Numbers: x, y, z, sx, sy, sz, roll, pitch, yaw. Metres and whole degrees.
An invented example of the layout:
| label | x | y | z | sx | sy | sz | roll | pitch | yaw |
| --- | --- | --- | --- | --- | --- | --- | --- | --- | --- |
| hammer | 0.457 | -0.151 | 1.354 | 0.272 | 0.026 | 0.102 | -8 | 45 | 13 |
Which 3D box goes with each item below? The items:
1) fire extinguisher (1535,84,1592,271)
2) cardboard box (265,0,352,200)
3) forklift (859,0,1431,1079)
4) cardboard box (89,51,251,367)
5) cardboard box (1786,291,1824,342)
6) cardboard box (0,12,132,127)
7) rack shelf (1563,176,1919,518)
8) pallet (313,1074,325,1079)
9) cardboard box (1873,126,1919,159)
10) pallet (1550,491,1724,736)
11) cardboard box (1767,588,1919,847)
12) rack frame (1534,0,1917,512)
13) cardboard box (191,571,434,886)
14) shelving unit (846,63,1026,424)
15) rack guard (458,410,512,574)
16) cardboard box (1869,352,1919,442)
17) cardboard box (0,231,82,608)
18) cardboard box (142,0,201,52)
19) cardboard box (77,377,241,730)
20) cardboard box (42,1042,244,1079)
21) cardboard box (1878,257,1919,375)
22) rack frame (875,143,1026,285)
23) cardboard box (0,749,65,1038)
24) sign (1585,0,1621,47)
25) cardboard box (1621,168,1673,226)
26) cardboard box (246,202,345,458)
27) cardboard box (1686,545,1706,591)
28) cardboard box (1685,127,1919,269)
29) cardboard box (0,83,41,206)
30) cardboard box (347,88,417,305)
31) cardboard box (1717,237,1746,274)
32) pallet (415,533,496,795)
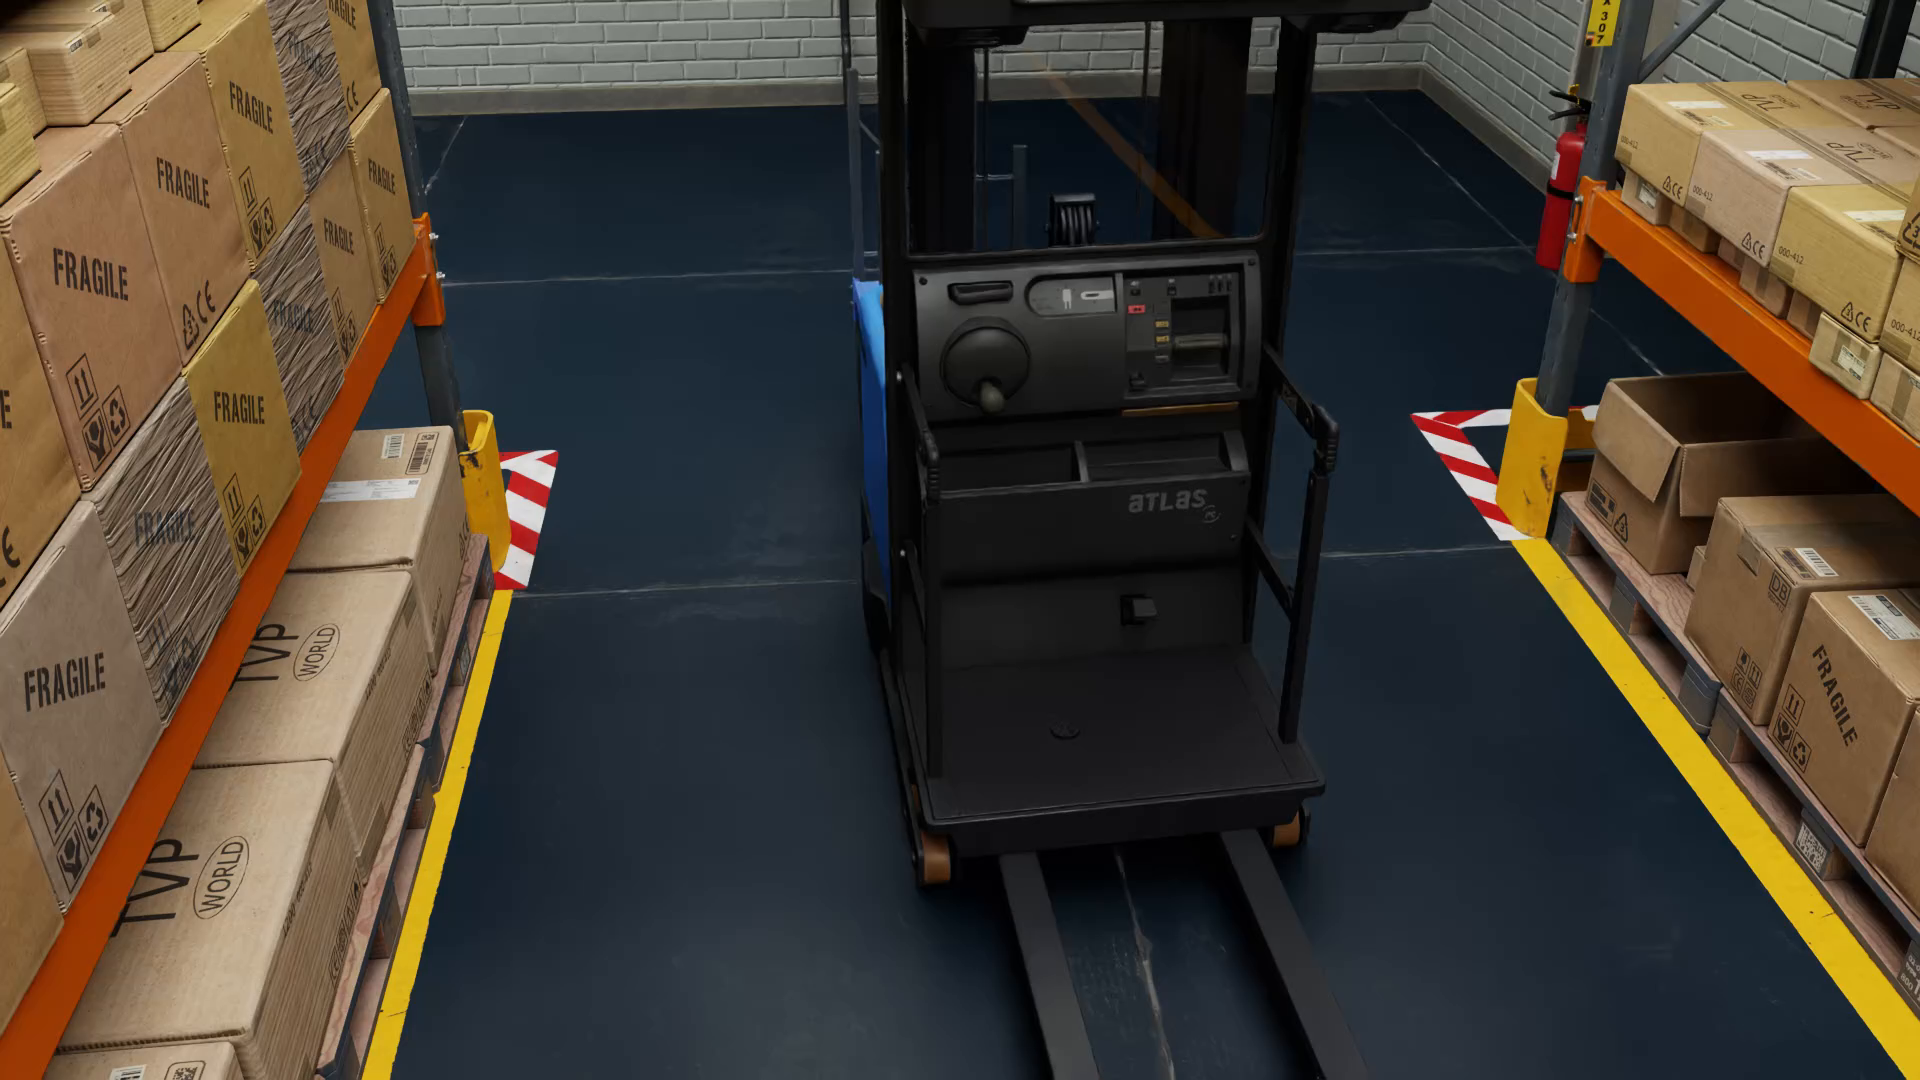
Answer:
| label | x | y | z | sx | sy | sz | roll | pitch | yaw |
| --- | --- | --- | --- | --- | --- | --- | --- | --- | --- |
| fire extinguisher | 2.205 | -1.307 | 5.953 | 0.296 | 0.674 | 0.183 | -3 | 31 | -5 |
| cardboard box | -1.902 | -1.180 | 4.228 | 0.500 | 0.500 | 0.500 | -3 | 31 | -4 |
| forklift | 0.378 | -0.494 | 4.219 | 1.130 | 2.935 | 3.031 | -4 | 31 | -7 |
| cardboard box | -1.814 | -0.671 | 3.375 | 0.500 | 0.500 | 0.500 | -3 | 31 | -5 |
| cardboard box | 2.559 | -0.631 | 4.627 | 0.380 | 0.149 | 0.250 | -2 | 31 | -4 |
| cardboard box | -1.783 | -0.869 | 3.074 | 0.380 | 0.149 | 0.250 | -3 | 31 | -4 |
| rack shelf | 2.866 | -0.118 | 4.224 | 1.077 | 0.370 | 4.000 | -3 | 31 | -5 |
| pallet | -1.882 | 1.639 | 3.300 | 1.003 | 0.211 | 1.213 | -3 | 31 | -5 |
| cardboard box | 3.033 | -1.026 | 4.898 | 0.500 | 0.250 | 0.500 | -3 | 31 | -4 |
| pallet | 2.762 | 0.195 | 5.718 | 1.003 | 0.211 | 1.213 | -3 | 31 | -5 |
| cardboard box | 2.633 | 0.475 | 4.558 | 0.500 | 0.500 | 0.500 | -2 | 31 | -4 |
| rack frame | 2.679 | -1.448 | 5.749 | 1.000 | 3.000 | 0.127 | -3 | 31 | -5 |
| cardboard box | -2.007 | 0.511 | 4.559 | 0.875 | 0.438 | 0.875 | -2 | 31 | -3 |
| shelving unit | -0.107 | -0.907 | 6.306 | 0.538 | 1.500 | 1.048 | -4 | 31 | -7 |
| rack guard | -2.265 | -0.147 | 6.009 | 1.175 | 0.500 | 0.348 | -3 | 31 | -5 |
| cardboard box | 2.553 | -0.365 | 4.182 | 0.380 | 0.149 | 0.250 | -2 | 31 | -3 |
| cardboard box | -1.733 | -0.151 | 2.505 | 0.500 | 0.500 | 0.500 | -3 | 31 | -5 |
| cardboard box | -1.856 | -1.136 | 3.522 | 0.380 | 0.149 | 0.250 | -2 | 31 | -3 |
| cardboard box | -1.755 | 0.028 | 3.181 | 0.500 | 0.500 | 0.500 | -3 | 31 | -4 |
| cardboard box | -1.840 | 1.428 | 3.023 | 0.875 | 0.438 | 0.875 | -3 | 31 | -5 |
| cardboard box | 2.620 | -0.490 | 4.002 | 0.500 | 0.250 | 0.500 | -4 | 31 | -6 |
| rack frame | -0.030 | -0.649 | 5.875 | 0.500 | 1.500 | 0.032 | -4 | 31 | -7 |
| cardboard box | -1.672 | 0.539 | 2.325 | 0.500 | 0.500 | 0.500 | -2 | 31 | -3 |
| sign | 2.139 | -1.793 | 5.483 | 0.100 | 0.325 | 0.005 | -3 | 31 | -5 |
| cardboard box | 2.437 | -1.159 | 5.510 | 0.380 | 0.149 | 0.250 | -3 | 31 | -5 |
| cardboard box | -1.864 | -0.498 | 4.062 | 0.500 | 0.500 | 0.500 | -2 | 31 | -3 |
| cardboard box | 2.643 | 0.131 | 5.475 | 0.380 | 0.149 | 0.250 | -4 | 31 | -7 |
| cardboard box | 2.501 | -1.009 | 4.871 | 0.500 | 0.250 | 0.500 | -2 | 31 | -4 |
| cardboard box | -1.724 | -0.616 | 2.650 | 0.380 | 0.149 | 0.250 | -4 | 31 | -6 |
| cardboard box | -1.954 | -1.017 | 4.931 | 0.500 | 0.500 | 0.500 | -3 | 31 | -4 |
| cardboard box | 2.566 | -0.899 | 5.075 | 0.380 | 0.149 | 0.250 | -3 | 31 | -5 |
| pallet | -2.110 | 0.394 | 5.385 | 1.003 | 0.211 | 1.213 | -3 | 31 | -5 |
